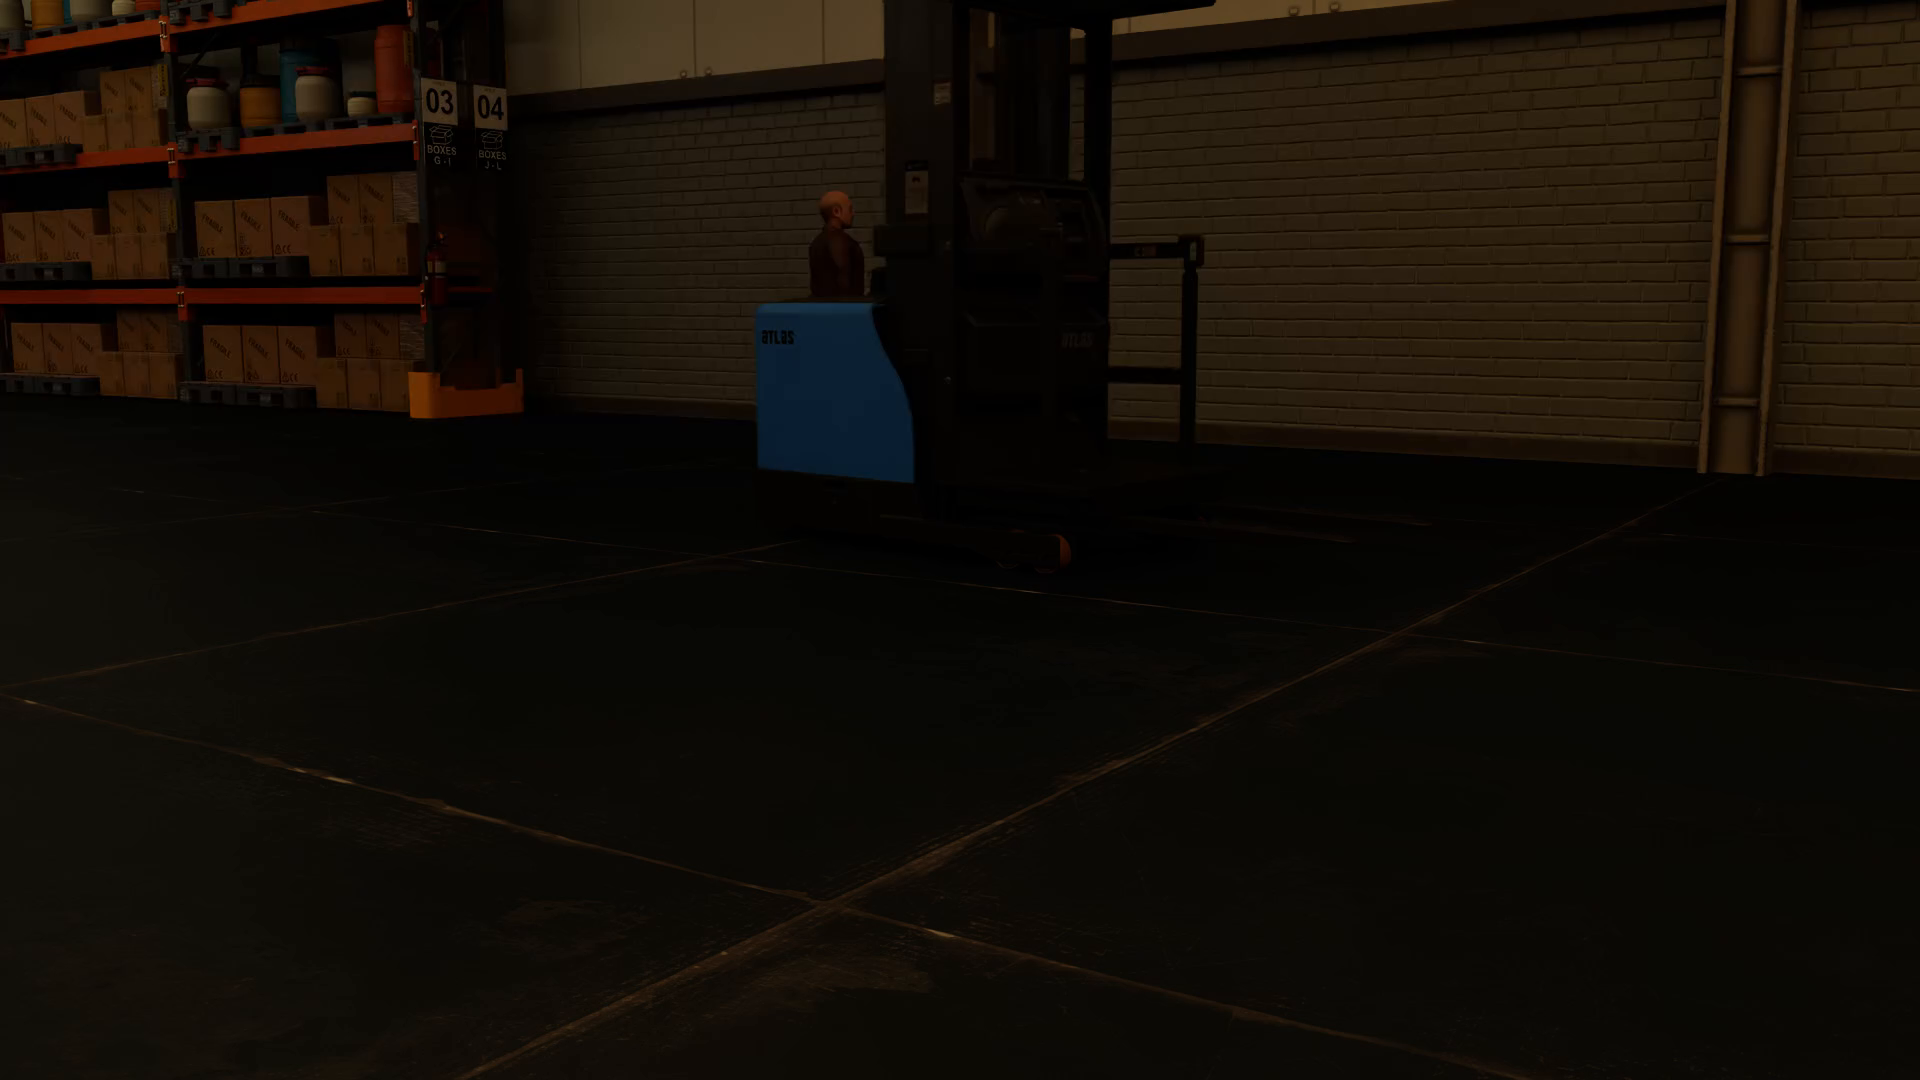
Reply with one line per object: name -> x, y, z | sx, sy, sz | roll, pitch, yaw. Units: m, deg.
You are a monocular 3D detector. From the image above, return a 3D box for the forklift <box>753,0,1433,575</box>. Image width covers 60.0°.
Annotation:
forklift -> 0.478, -1.396, 7.007 | 3.031, 2.935, 1.130 | 7, 11, 40

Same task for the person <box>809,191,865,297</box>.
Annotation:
person -> -0.748, -1.346, 10.735 | 0.384, 1.783, 0.563 | -3, 9, -23
